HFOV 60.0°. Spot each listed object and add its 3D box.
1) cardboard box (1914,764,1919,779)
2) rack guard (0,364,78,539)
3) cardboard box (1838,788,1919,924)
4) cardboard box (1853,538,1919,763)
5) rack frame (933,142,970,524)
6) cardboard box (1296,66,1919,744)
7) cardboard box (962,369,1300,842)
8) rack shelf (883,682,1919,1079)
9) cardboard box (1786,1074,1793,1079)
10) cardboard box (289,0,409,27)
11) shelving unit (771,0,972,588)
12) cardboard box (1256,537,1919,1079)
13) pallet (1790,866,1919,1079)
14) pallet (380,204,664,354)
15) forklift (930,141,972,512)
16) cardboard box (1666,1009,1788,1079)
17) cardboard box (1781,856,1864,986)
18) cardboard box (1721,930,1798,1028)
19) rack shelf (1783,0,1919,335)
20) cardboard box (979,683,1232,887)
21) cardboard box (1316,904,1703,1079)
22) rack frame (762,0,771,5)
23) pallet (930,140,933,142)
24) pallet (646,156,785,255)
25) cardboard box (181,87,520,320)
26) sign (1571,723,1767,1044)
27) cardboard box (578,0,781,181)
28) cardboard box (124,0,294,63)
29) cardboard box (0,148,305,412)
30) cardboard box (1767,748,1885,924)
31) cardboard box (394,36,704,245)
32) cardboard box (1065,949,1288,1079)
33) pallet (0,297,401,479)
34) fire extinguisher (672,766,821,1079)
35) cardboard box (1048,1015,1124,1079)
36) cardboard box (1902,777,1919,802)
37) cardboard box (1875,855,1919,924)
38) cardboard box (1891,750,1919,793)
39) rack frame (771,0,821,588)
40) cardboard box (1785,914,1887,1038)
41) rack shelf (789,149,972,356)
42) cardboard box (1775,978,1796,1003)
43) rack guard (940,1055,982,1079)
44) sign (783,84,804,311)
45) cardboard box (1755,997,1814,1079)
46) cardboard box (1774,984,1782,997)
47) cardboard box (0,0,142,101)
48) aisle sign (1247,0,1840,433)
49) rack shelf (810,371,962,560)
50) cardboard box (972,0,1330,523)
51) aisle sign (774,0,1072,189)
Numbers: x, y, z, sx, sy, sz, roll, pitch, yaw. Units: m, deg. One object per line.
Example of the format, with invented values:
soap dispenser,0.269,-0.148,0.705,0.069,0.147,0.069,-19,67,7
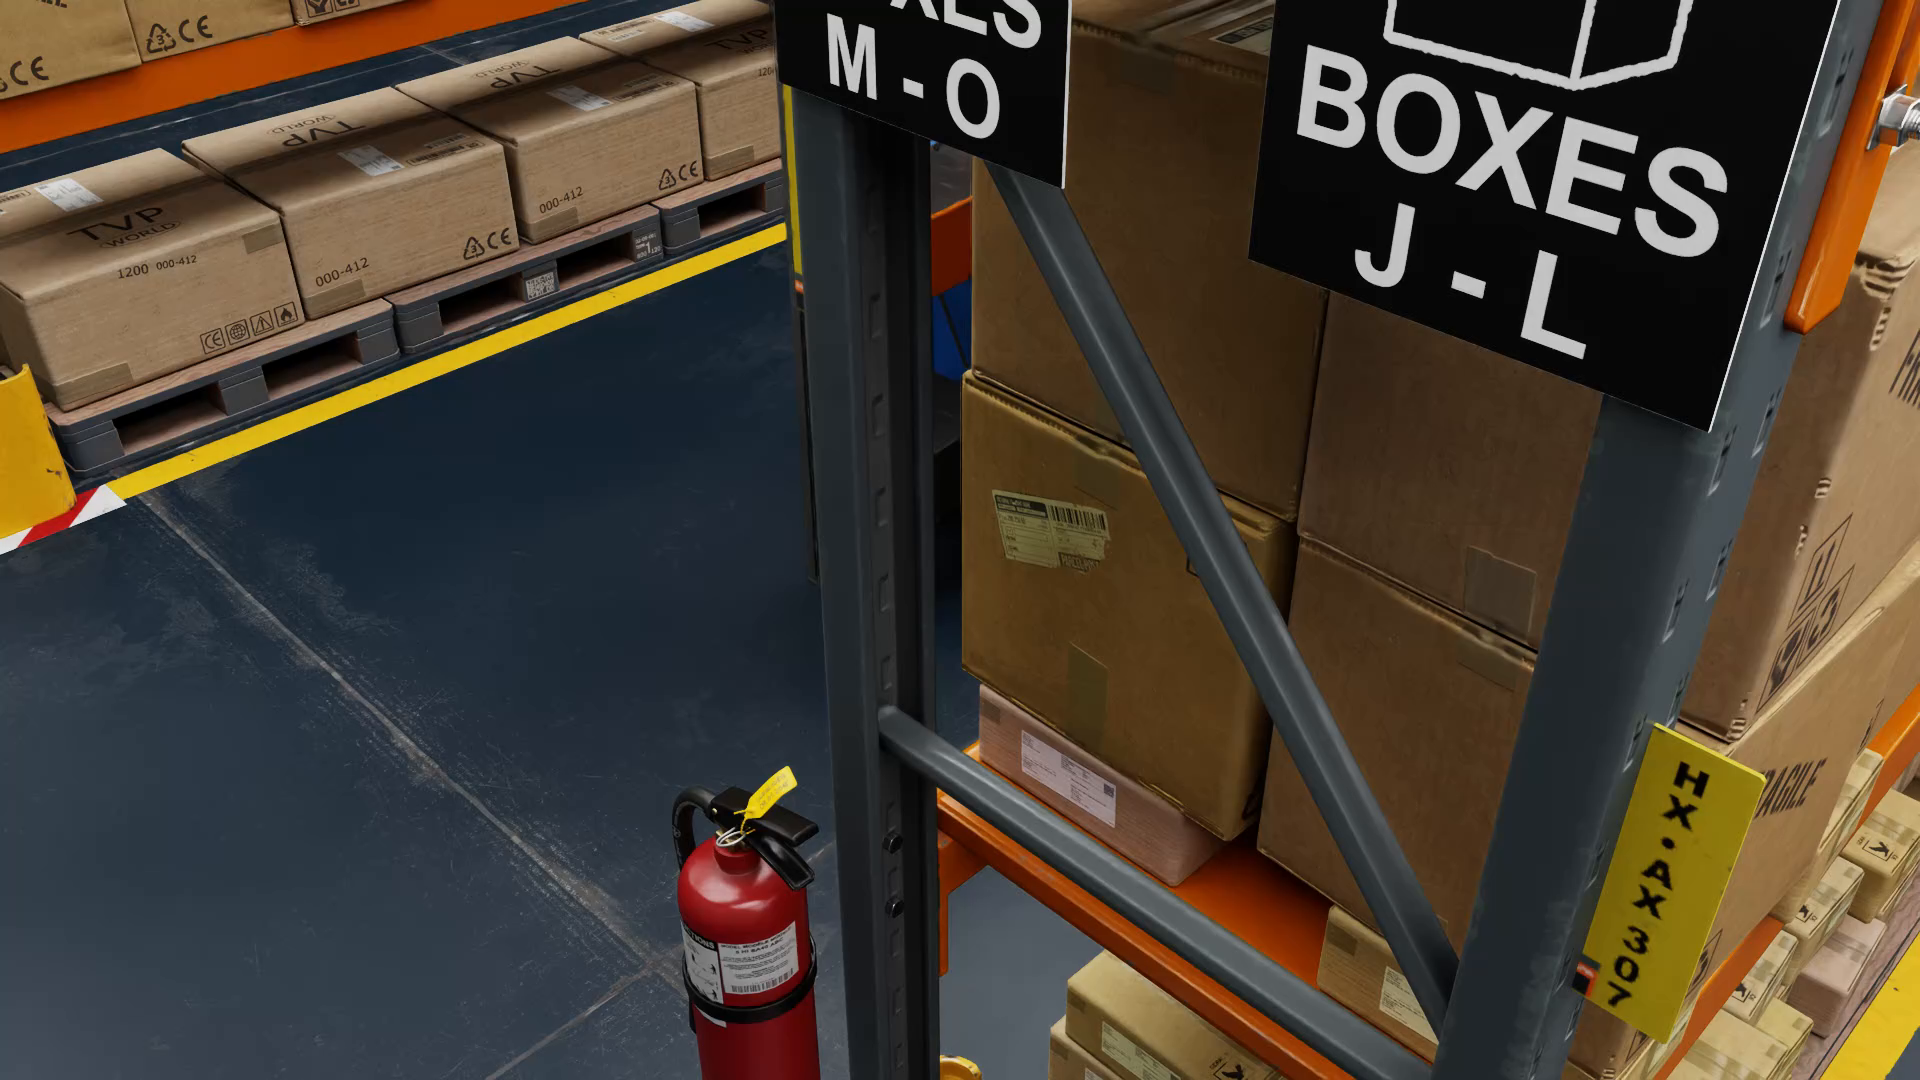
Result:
cardboard box,2.103,0.376,3.693,0.380,0.149,0.250,28,44,34
rack guard,-3.383,-0.480,5.502,1.175,0.500,0.348,30,45,35
cardboard box,1.741,0.574,3.410,0.250,0.149,0.380,-29,44,-35
cardboard box,1.089,-0.023,2.313,0.500,0.500,0.500,30,45,35
rack frame,0.015,-0.873,4.667,0.400,2.100,0.015,27,43,33
cardboard box,0.722,-0.210,1.707,0.500,0.500,0.500,29,44,35
cardboard box,0.352,-0.010,2.295,0.500,0.500,0.500,-29,44,-35
rack shelf,1.627,-0.078,3.369,1.077,0.370,4.000,30,45,35
cardboard box,1.368,1.050,3.248,0.250,0.149,0.380,-29,44,-35
cardboard box,-2.117,-2.051,5.482,0.500,0.500,0.500,29,44,35
shelving unit,-0.146,-0.768,4.516,0.431,2.100,0.503,27,43,33
cardboard box,0.730,0.205,1.987,0.500,0.500,0.500,-28,43,-34
pallet,1.728,0.743,4.000,1.003,0.211,1.213,30,45,35
pallet,-1.999,-1.220,6.816,1.003,0.211,1.213,30,45,35
forklift,1.030,-1.870,5.369,1.130,2.935,3.031,27,43,33
cardboard box,1.205,0.905,2.935,0.380,0.149,0.250,29,44,35
cardboard box,1.523,0.662,3.283,0.250,0.149,0.380,-28,44,-34
cardboard box,1.321,0.771,3.127,0.380,0.149,0.250,27,43,33
rack shelf,1.627,-1.308,2.511,1.077,0.370,4.000,30,45,35
cardboard box,0.247,0.295,2.424,0.380,0.149,0.250,30,45,35
cardboard box,0.678,0.542,2.070,0.380,0.149,0.250,29,44,35
rack frame,-0.548,-3.139,7.129,1.000,3.000,0.127,30,45,35
pallet,-0.058,-2.339,8.419,1.003,0.211,1.213,30,45,35
pallet,-1.139,-1.718,7.529,1.003,0.211,1.213,30,45,35
cardboard box,-2.333,-1.320,6.393,0.875,0.438,0.875,-29,44,-34
sign,0.603,0.302,1.438,0.100,0.325,0.005,30,45,35
cardboard box,-1.067,-2.049,7.438,0.875,0.438,0.875,29,44,35
cardboard box,-2.488,-1.852,5.196,0.500,0.500,0.500,29,44,35
cardboard box,-2.972,-0.945,5.855,0.875,0.438,0.875,28,44,34
cardboard box,1.056,0.335,2.367,0.380,0.149,0.250,28,44,34
cardboard box,-1.697,-1.685,6.917,0.875,0.438,0.875,28,44,34
cardboard box,0.411,0.875,2.979,0.250,0.149,0.380,-29,44,-35
pallet,-2.859,-0.728,6.109,1.003,0.211,1.213,30,45,35
fire extinguisher,-0.287,0.540,2.248,0.296,0.674,0.183,30,45,35
cardboard box,0.387,0.984,3.081,0.380,0.149,0.250,28,44,34
cardboard box,2.066,0.451,3.846,0.380,0.149,0.250,27,43,33
cardboard box,1.894,0.719,3.722,0.380,0.149,0.250,30,45,35
cardboard box,1.850,0.433,3.612,0.380,0.149,0.250,30,45,35
rack frame,-0.306,-0.663,4.365,0.400,2.100,0.015,27,43,33
cardboard box,1.718,0.842,3.546,0.380,0.149,0.250,27,43,33
rack shelf,-0.146,-0.757,4.524,0.431,0.518,0.480,27,43,33
cardboard box,1.480,0.908,3.451,0.380,0.149,0.250,30,45,35
rack guard,0.271,1.433,2.758,1.175,0.500,0.348,30,45,35
sign,-0.162,-0.398,1.910,0.100,0.325,0.005,30,45,35
cardboard box,1.369,0.921,3.173,0.250,0.149,0.380,-28,44,-34
cardboard box,1.489,0.775,3.382,0.380,0.149,0.250,27,43,33
cardboard box,-2.824,-1.635,4.885,0.500,0.500,0.500,29,44,35
aisle sign,0.379,-0.477,1.039,0.394,0.787,0.004,30,45,35
rack shelf,-0.146,-0.183,4.924,0.431,0.518,0.480,27,43,33
cardboard box,0.363,-0.420,2.009,0.500,0.500,0.500,29,44,34
aisle sign,-0.047,-0.719,1.386,0.394,0.787,0.004,30,45,35
